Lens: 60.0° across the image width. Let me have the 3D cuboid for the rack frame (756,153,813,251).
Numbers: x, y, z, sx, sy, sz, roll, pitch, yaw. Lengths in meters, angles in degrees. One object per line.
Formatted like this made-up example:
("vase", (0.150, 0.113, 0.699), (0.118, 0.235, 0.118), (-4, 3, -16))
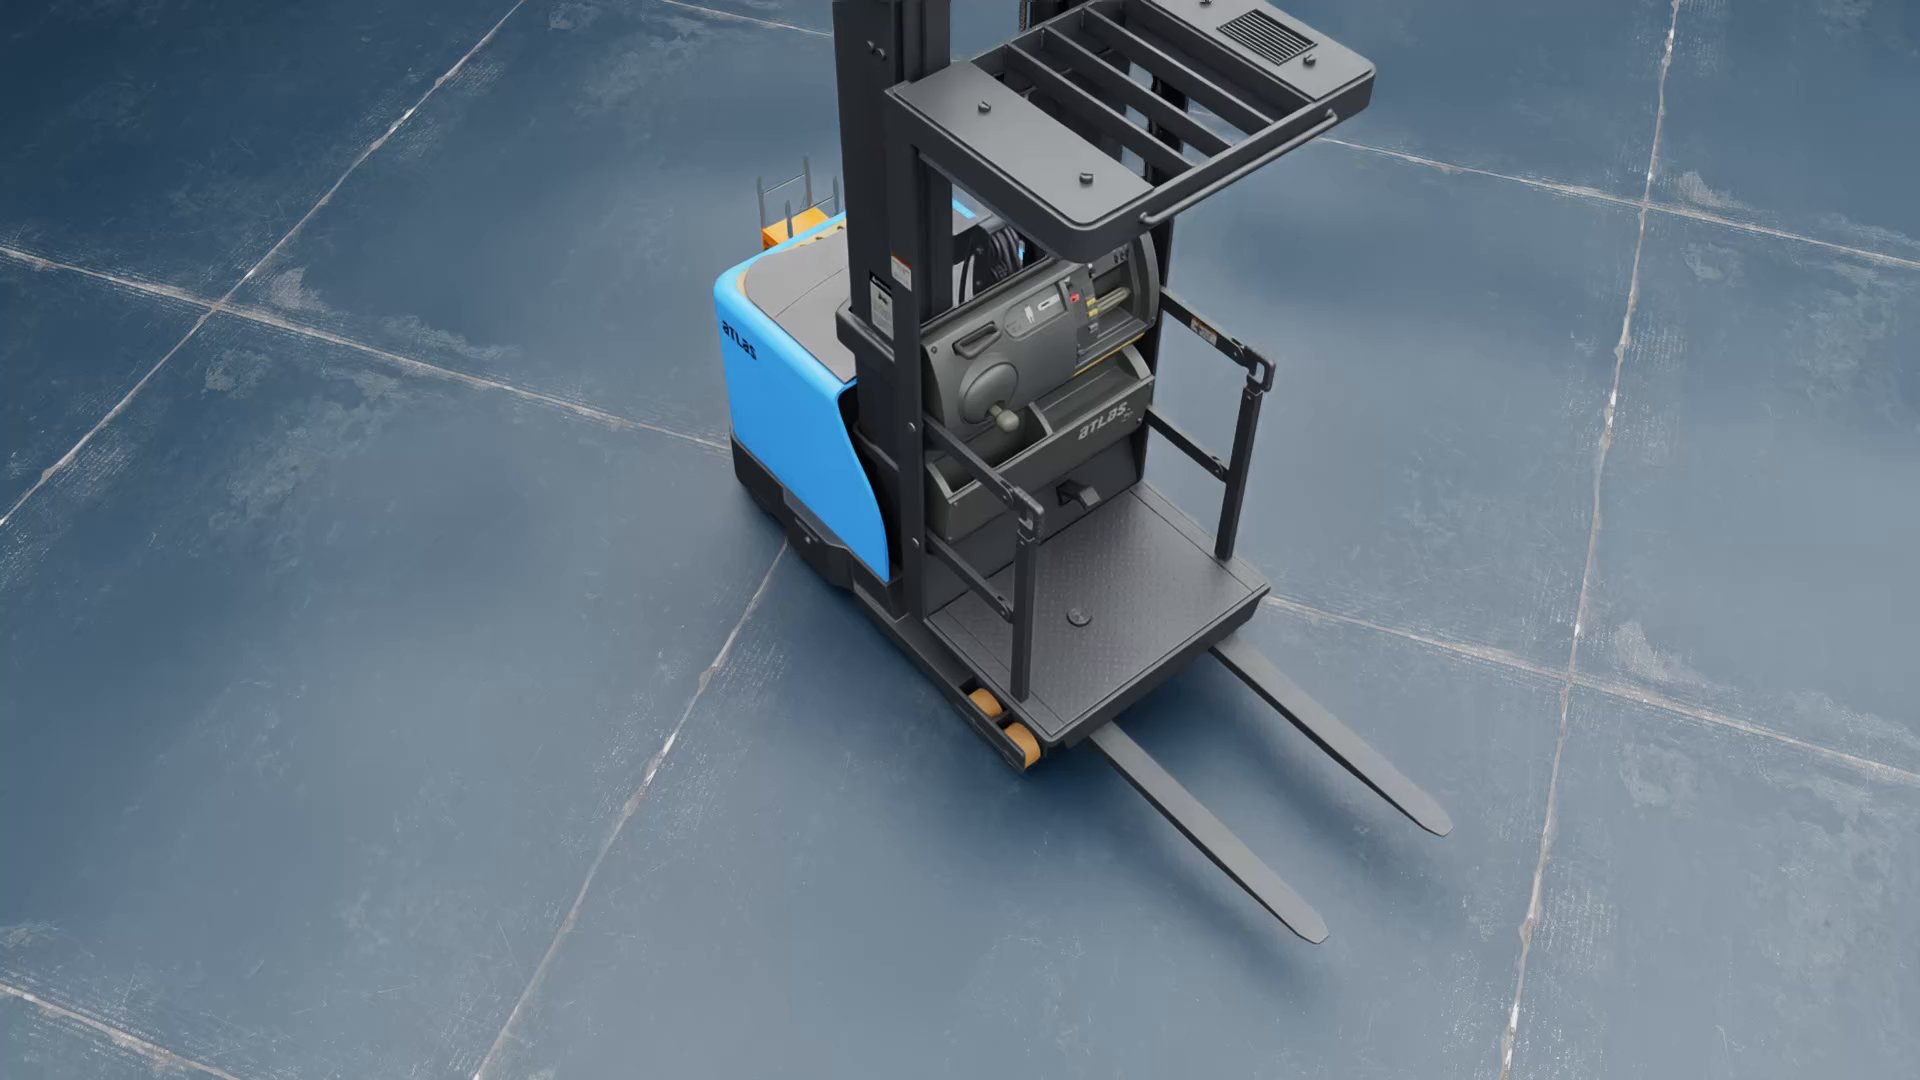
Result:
("rack frame", (-0.668, -1.014, 6.702), (0.240, 1.200, 0.006), (-32, 56, -25))

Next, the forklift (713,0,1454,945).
("forklift", (0.413, -0.584, 5.183), (1.130, 2.935, 3.031), (-32, 56, -25))

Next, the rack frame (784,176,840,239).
("rack frame", (-0.551, -0.908, 6.609), (0.240, 1.200, 0.006), (-32, 56, -25))

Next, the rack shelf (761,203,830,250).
("rack shelf", (-0.609, -1.168, 6.417), (0.258, 0.103, 0.180), (-32, 56, -25))

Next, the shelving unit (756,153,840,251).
("shelving unit", (-0.609, -0.961, 6.655), (0.258, 1.200, 0.189), (-32, 56, -25))
